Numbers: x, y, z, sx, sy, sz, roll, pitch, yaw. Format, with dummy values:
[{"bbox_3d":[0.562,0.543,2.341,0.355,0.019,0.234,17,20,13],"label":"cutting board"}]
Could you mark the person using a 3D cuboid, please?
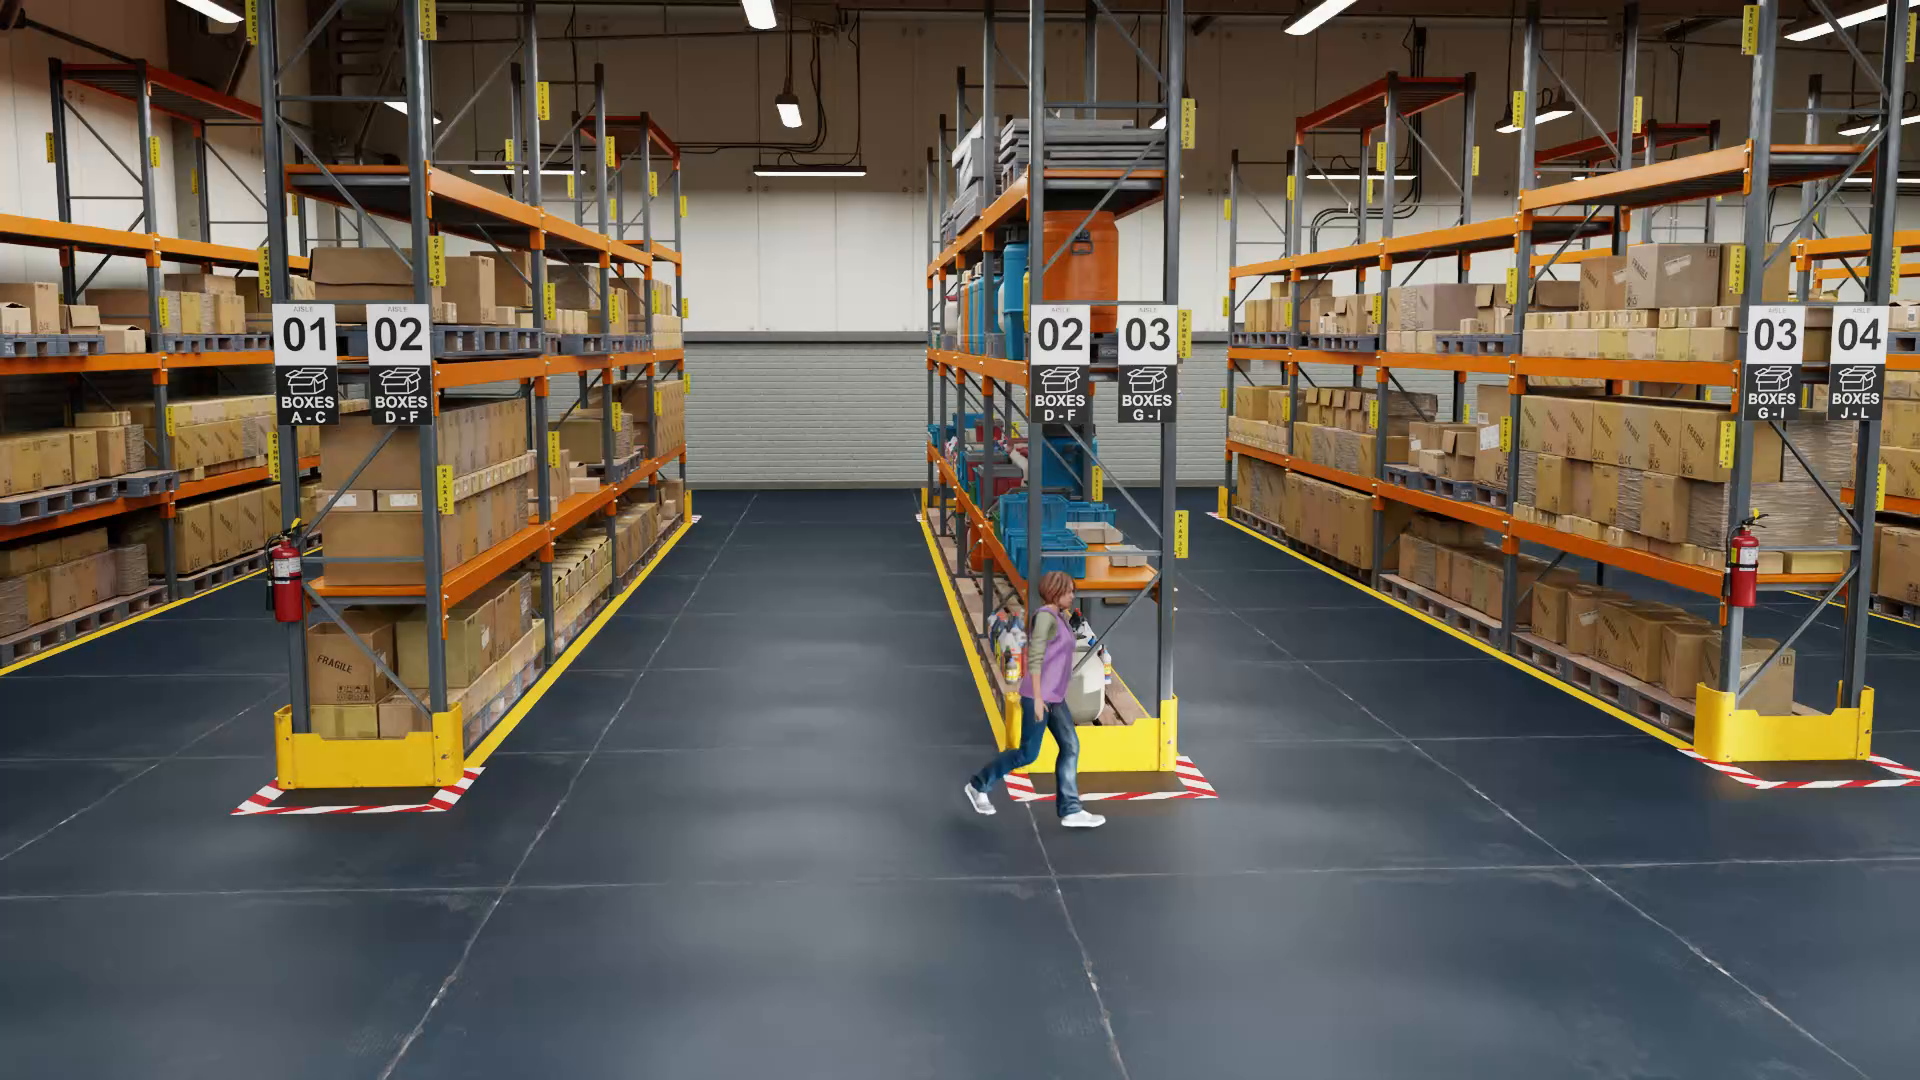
[{"bbox_3d":[0.466,0.967,10.182,0.867,1.547,0.491,2,7,12],"label":"person"}]
